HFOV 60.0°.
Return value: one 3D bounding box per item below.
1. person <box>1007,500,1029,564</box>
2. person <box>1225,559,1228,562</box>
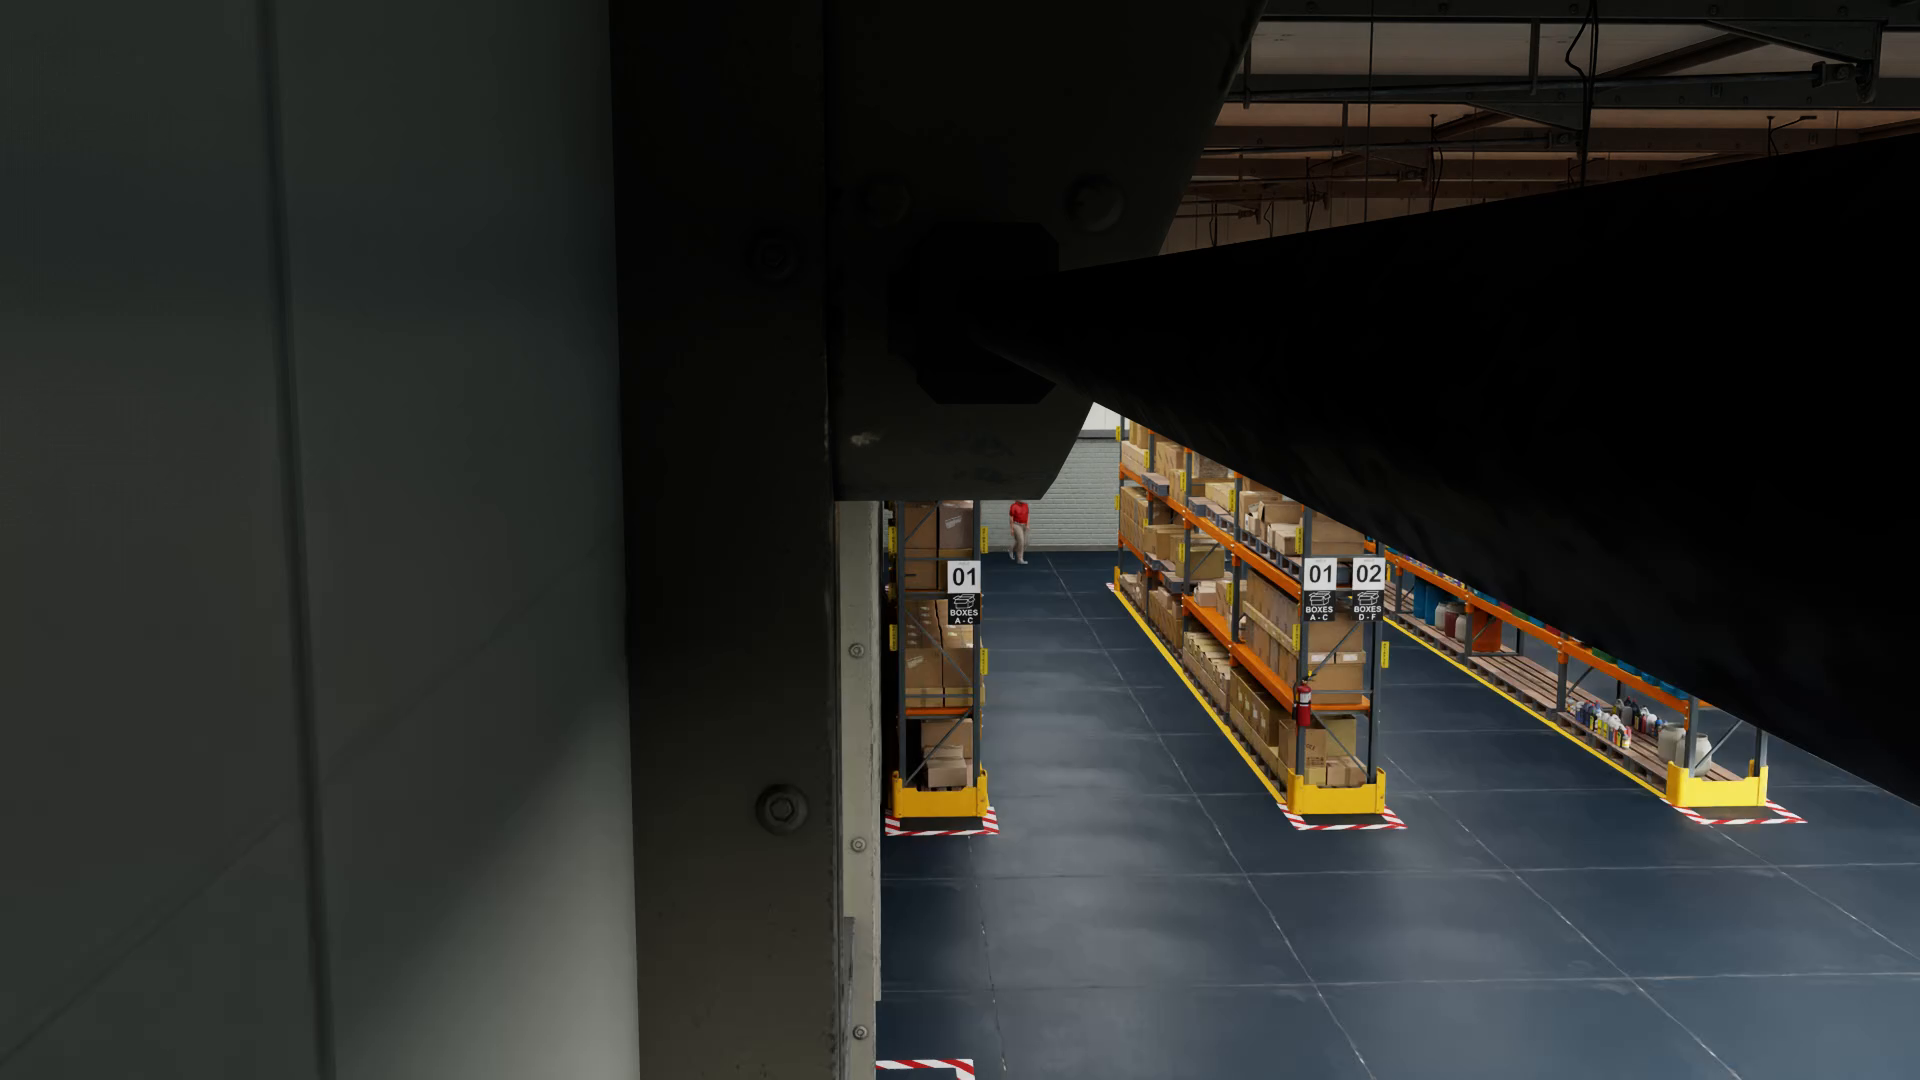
[{"bbox_3d":[1.403,-0.300,40.083,0.710,1.704,0.531,6,10,38],"label":"person"},{"bbox_3d":[6.182,-0.324,40.488,0.750,1.666,0.511,5,9,29],"label":"person"}]
